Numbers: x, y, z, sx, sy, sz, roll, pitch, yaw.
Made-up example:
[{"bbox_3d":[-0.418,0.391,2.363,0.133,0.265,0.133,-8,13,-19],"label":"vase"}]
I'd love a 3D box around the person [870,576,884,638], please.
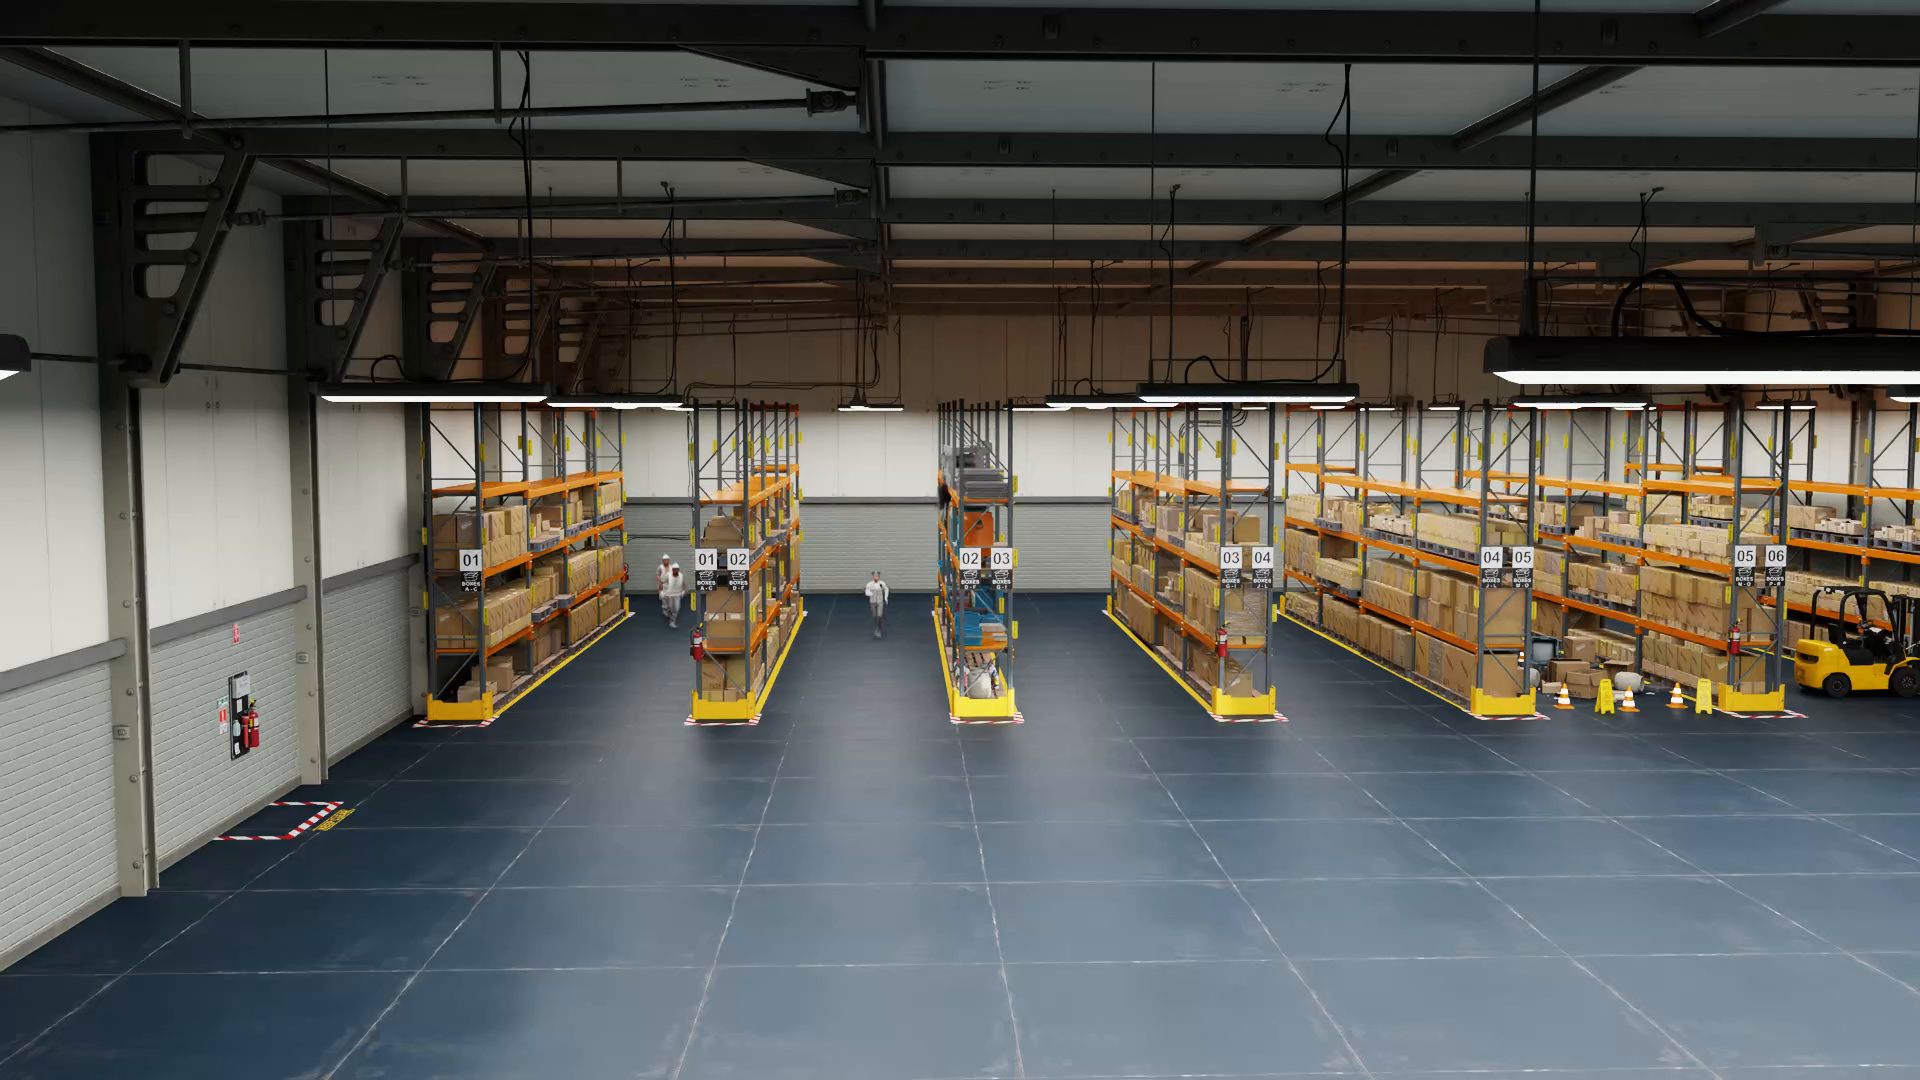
[{"bbox_3d":[-2.141,1.659,42.724,0.369,1.702,0.688,0,4,1],"label":"person"}]

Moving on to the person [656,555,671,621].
[{"bbox_3d":[-8.164,1.315,46.252,0.604,1.822,0.734,-1,5,-16],"label":"person"}]

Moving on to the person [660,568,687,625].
[{"bbox_3d":[-7.650,1.480,44.416,0.732,1.633,0.529,-1,5,-19],"label":"person"}]
